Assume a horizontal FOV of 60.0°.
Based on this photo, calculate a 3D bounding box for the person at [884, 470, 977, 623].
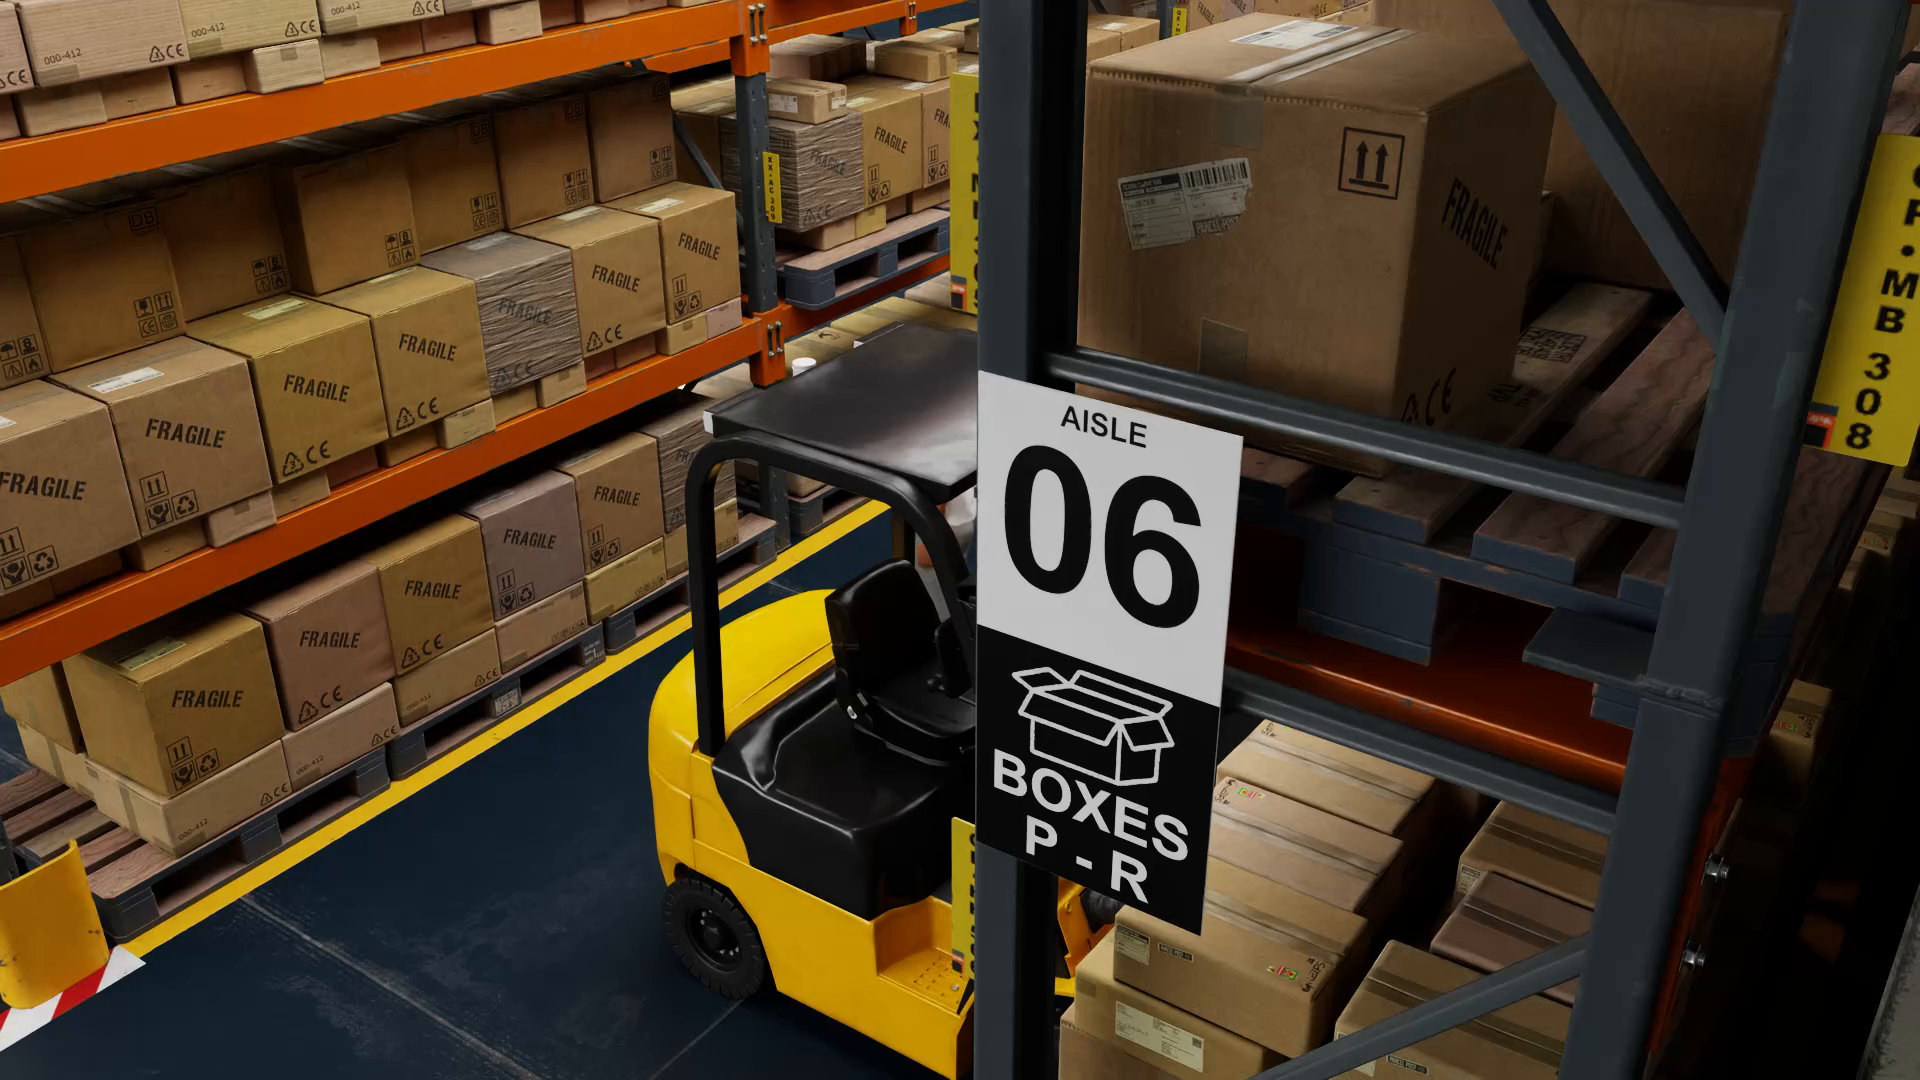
[{"bbox_3d":[-0.107,-0.083,7.154,0.390,1.668,0.474,3,27,6],"label":"person"}]
